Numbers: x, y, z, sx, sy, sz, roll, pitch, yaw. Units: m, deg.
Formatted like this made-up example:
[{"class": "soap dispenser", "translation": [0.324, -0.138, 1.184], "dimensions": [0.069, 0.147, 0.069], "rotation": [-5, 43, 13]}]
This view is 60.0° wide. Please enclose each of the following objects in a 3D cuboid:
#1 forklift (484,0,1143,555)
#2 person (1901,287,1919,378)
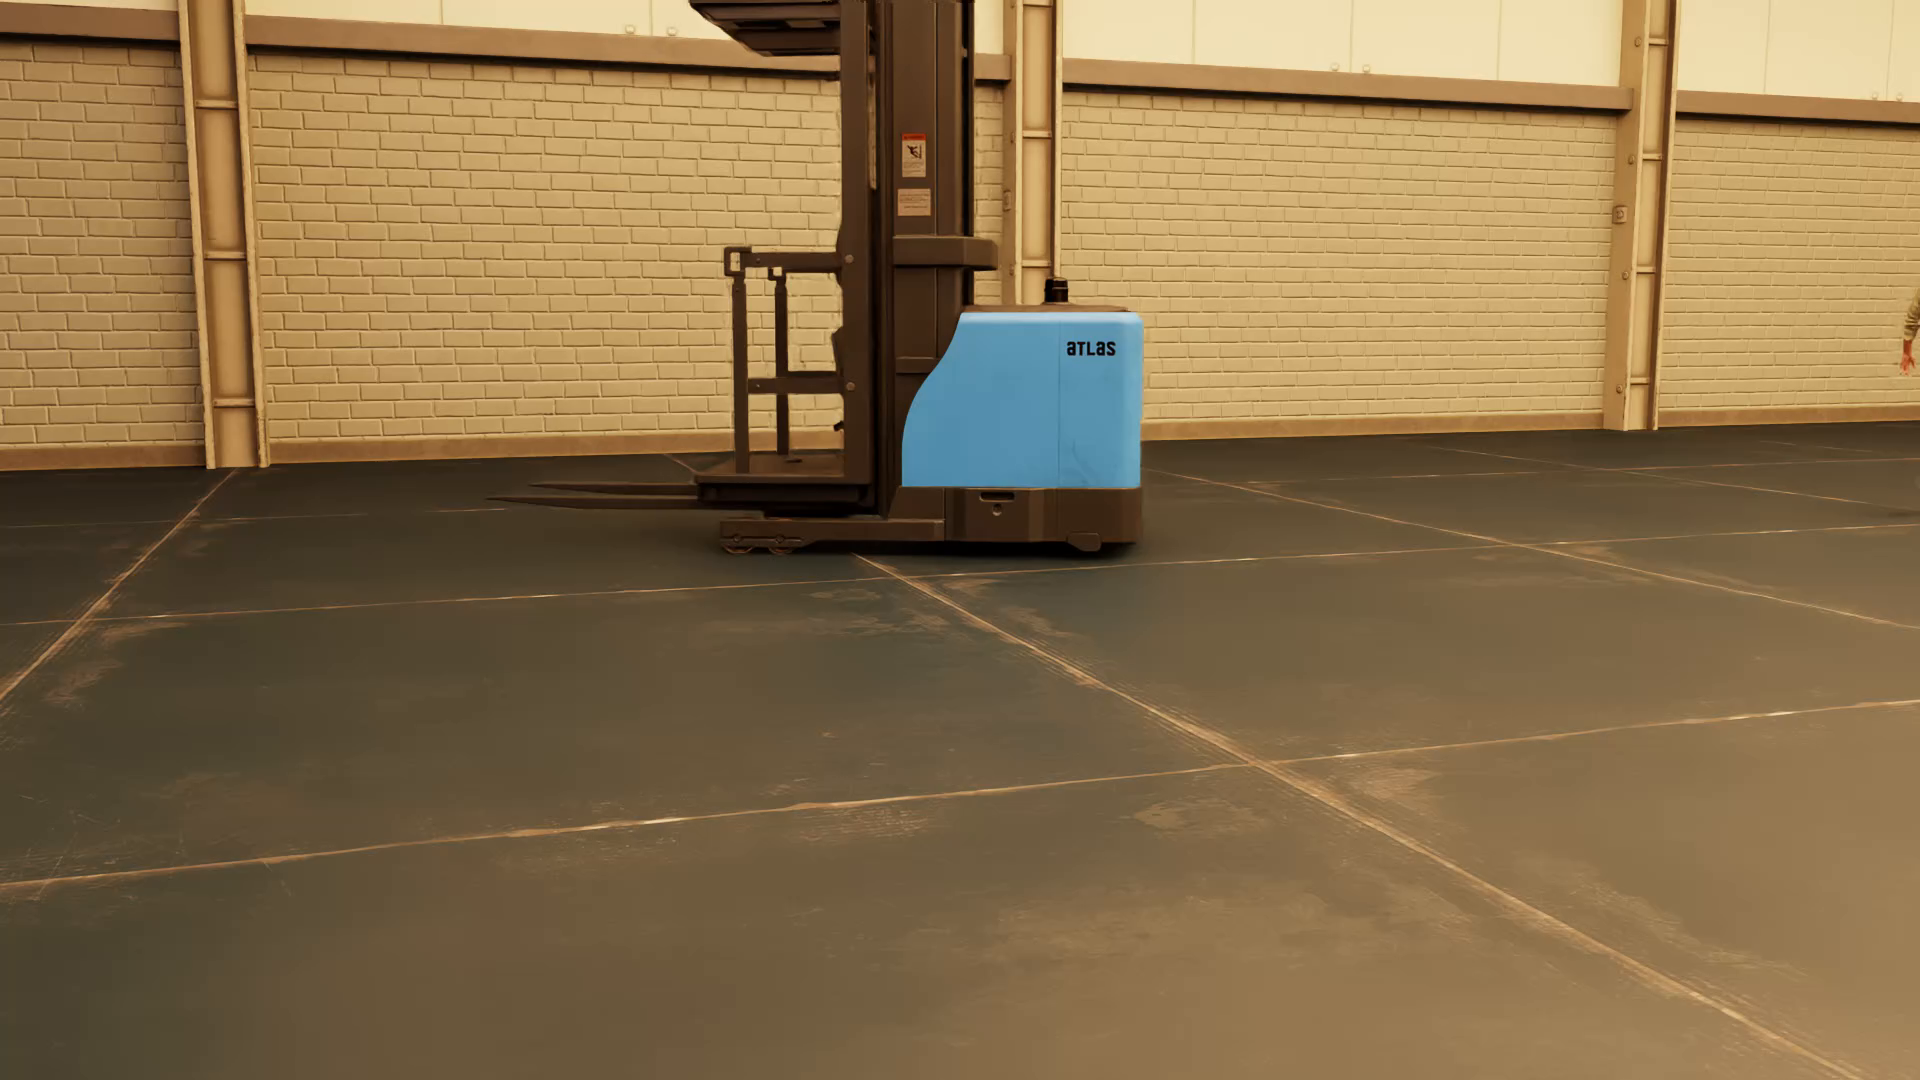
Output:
[{"class": "forklift", "translation": [-0.669, -1.454, 7.742], "dimensions": [3.031, 2.935, 1.130], "rotation": [1, 8, 5]}, {"class": "person", "translation": [5.448, -0.912, 9.050], "dimensions": [0.419, 1.512, 0.649], "rotation": [-3, 8, -22]}]
